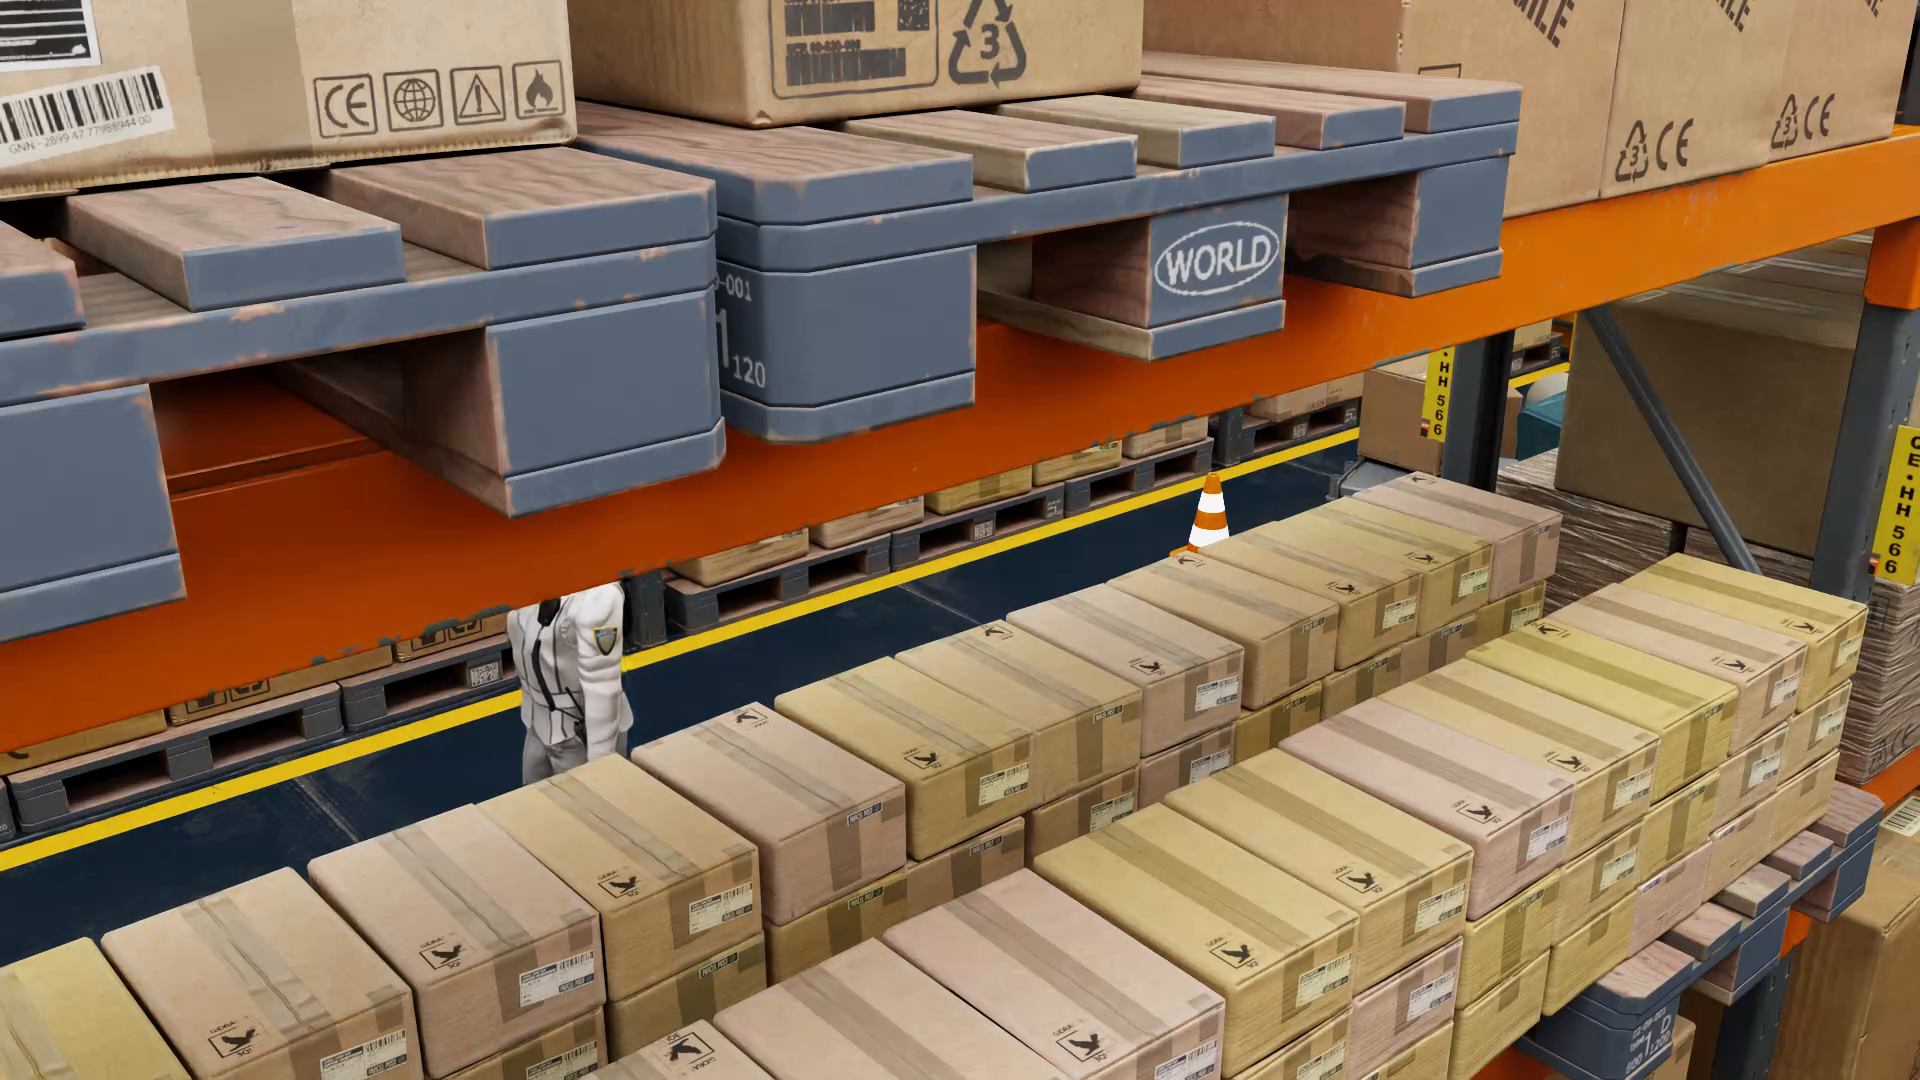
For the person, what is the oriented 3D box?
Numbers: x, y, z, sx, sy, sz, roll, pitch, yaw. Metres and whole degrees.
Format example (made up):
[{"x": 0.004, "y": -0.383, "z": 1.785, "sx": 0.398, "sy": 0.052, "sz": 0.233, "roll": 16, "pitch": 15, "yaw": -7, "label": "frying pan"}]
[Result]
[{"x": -1.117, "y": 0.572, "z": 4.994, "sx": 0.595, "sy": 1.677, "sz": 0.493, "roll": -15, "pitch": 26, "yaw": -33, "label": "person"}]
